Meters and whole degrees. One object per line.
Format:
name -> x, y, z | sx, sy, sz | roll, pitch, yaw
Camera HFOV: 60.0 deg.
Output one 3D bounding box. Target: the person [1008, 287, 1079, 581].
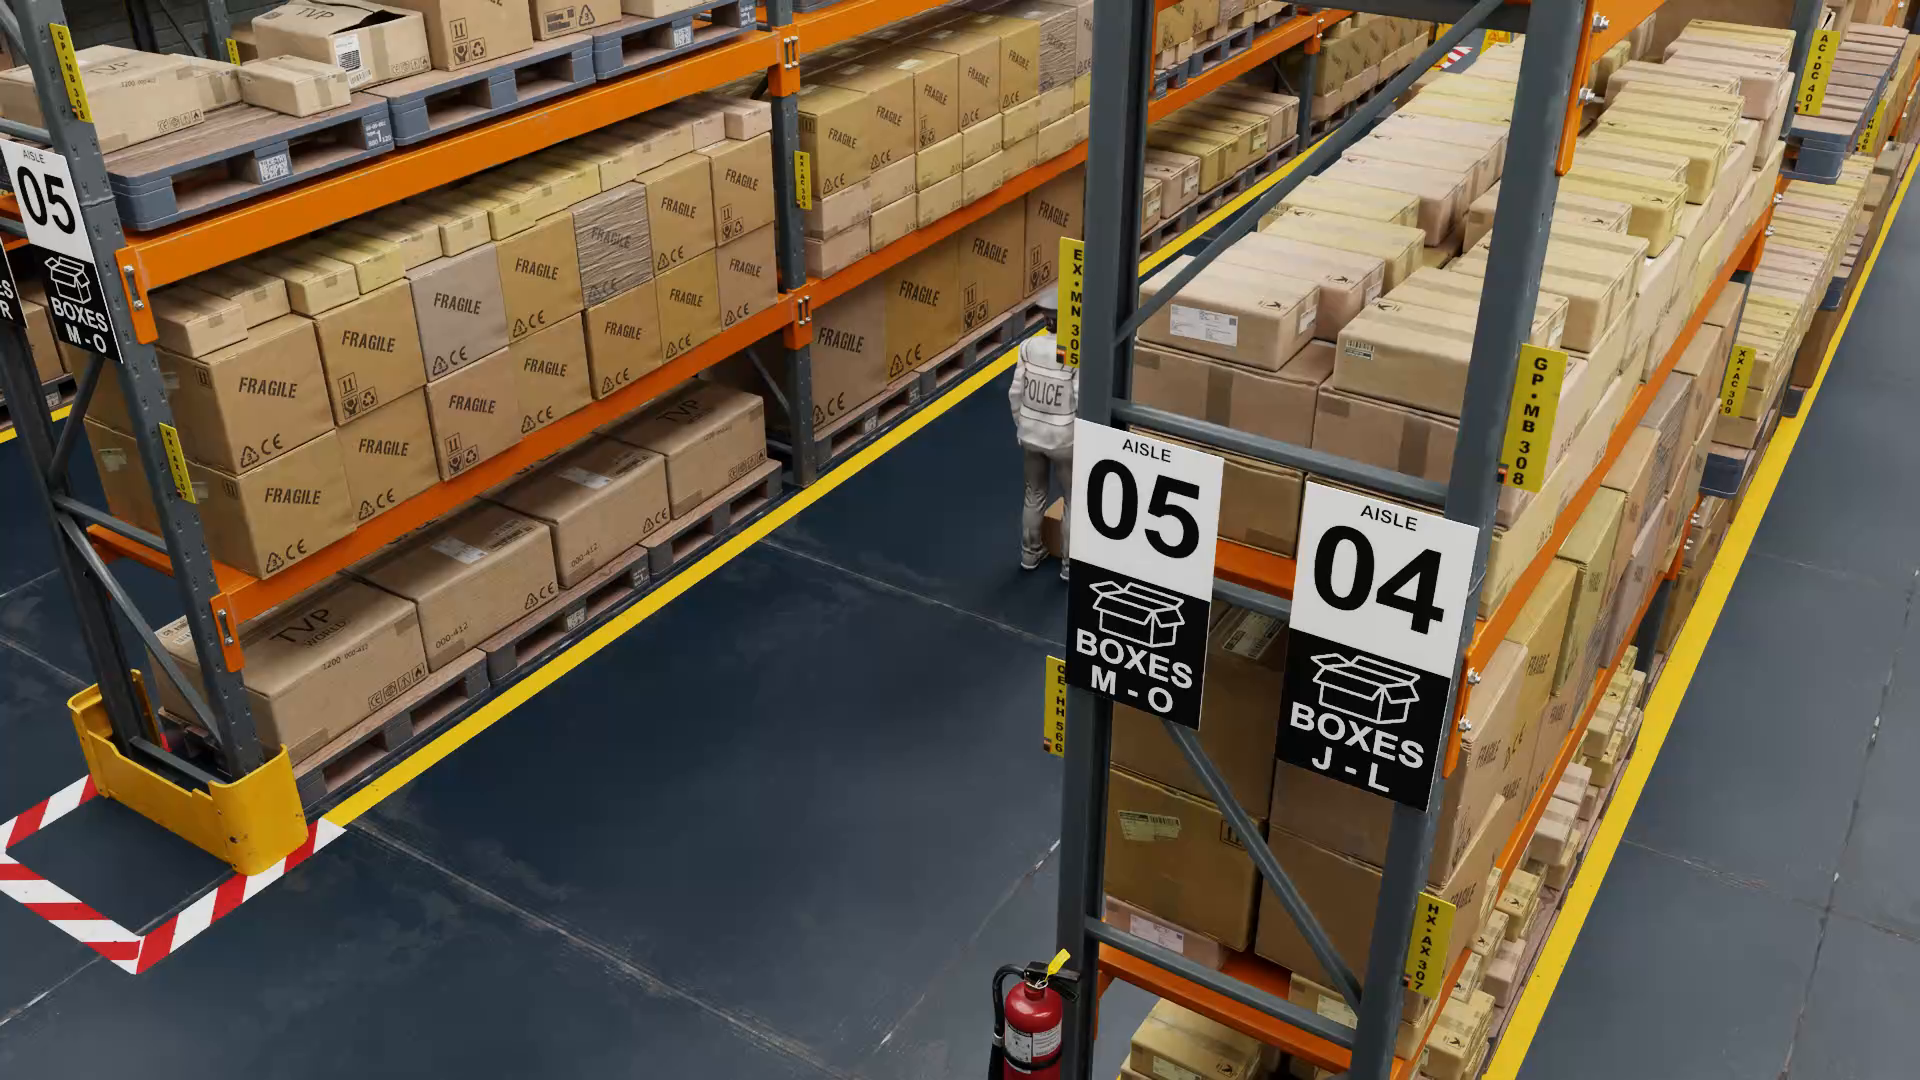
person -> 0.518, -0.561, 9.124 | 0.530, 1.663, 0.372 | 18, 35, 28
